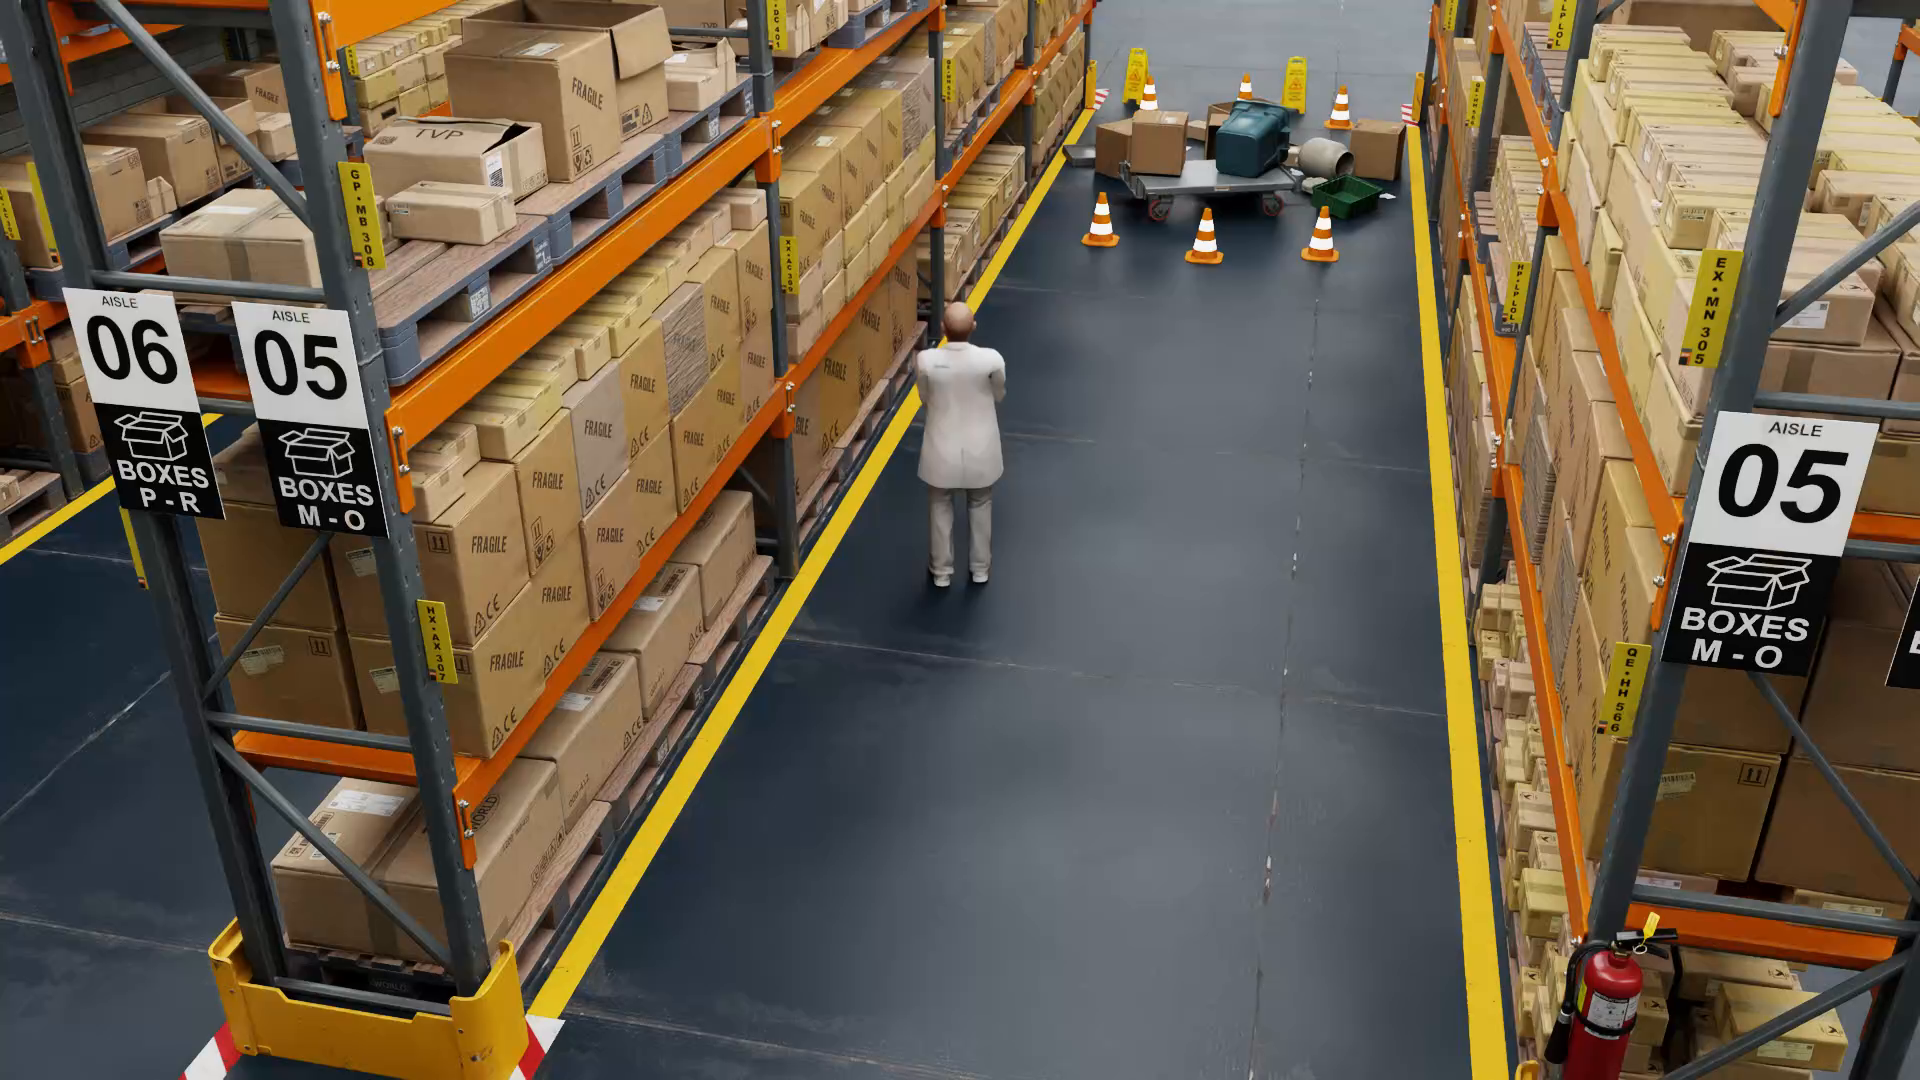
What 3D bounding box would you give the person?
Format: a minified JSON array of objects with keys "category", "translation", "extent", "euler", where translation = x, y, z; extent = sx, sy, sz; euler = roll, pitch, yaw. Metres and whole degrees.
[{"category":"person","translation":[0.005,-0.563,9.781],"extent":[0.514,1.685,0.545],"euler":[-1,28,-1]}]
